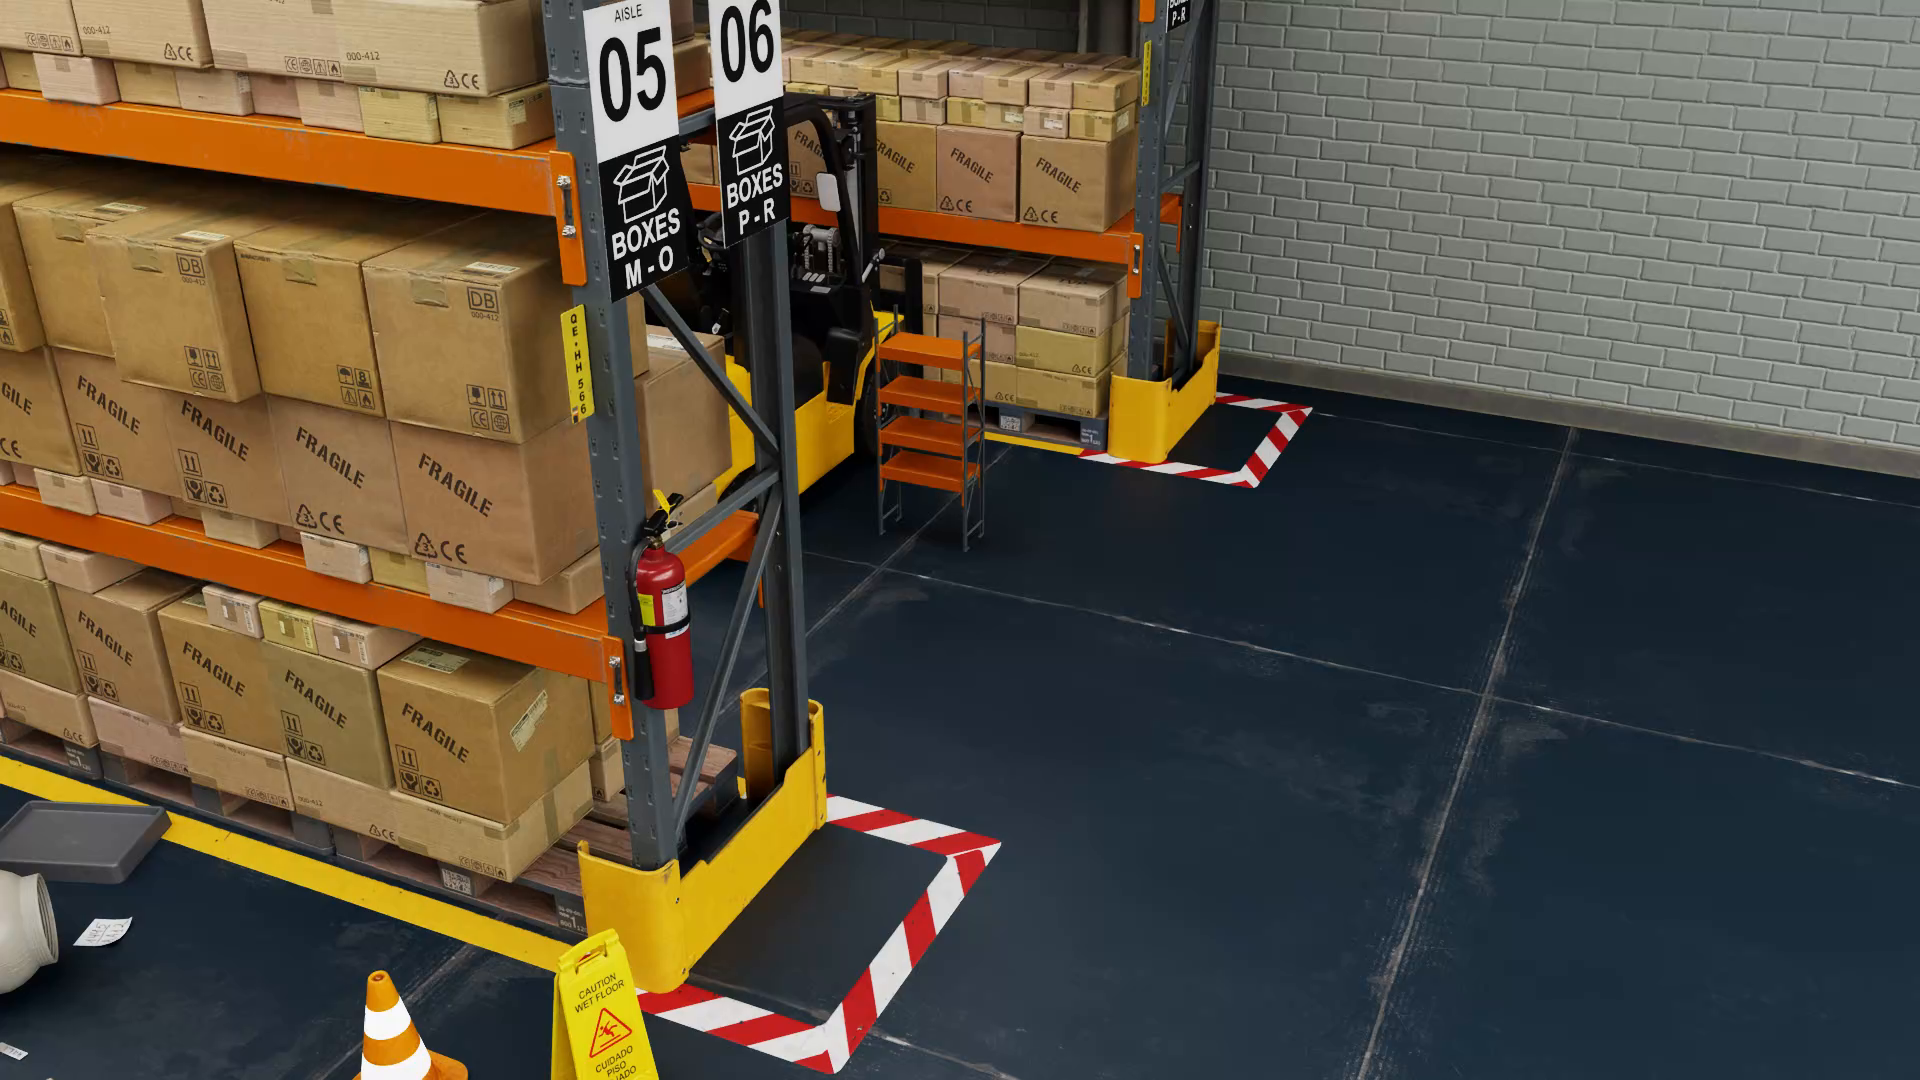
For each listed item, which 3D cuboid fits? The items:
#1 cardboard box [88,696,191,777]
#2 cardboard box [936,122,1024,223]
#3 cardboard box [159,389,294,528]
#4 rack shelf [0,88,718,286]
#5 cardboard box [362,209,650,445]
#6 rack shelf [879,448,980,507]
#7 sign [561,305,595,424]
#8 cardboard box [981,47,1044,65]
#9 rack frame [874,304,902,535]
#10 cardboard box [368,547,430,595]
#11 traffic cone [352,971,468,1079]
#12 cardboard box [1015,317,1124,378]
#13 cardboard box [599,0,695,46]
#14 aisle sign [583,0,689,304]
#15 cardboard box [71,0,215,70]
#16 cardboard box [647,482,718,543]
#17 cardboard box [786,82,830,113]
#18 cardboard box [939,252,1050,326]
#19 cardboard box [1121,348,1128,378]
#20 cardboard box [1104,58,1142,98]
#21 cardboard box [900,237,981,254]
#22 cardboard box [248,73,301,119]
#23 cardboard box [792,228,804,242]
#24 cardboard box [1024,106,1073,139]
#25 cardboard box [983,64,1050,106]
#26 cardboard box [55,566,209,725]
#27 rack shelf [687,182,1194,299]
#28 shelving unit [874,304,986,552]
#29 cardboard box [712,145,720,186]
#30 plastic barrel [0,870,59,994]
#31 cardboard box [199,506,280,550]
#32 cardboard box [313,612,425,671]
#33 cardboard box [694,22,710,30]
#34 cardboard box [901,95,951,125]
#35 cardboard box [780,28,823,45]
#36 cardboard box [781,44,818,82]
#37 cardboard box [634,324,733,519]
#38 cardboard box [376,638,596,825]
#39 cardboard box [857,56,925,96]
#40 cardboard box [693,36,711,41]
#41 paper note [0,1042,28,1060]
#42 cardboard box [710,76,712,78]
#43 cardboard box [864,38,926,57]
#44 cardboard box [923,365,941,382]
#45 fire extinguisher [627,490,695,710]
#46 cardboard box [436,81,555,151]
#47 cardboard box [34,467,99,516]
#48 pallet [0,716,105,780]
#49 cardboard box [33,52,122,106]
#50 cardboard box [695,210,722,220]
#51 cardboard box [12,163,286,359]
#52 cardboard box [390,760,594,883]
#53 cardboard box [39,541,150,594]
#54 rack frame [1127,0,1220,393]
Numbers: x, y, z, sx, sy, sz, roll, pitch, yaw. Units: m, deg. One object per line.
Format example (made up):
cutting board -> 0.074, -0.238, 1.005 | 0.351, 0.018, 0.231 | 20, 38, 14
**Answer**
cardboard box -> -3.070, 0.667, 6.637 | 0.500, 0.250, 0.500 | 11, 28, 21
cardboard box -> 0.197, -2.177, 9.662 | 0.500, 0.500, 0.500 | 12, 29, 23
cardboard box -> -2.345, -0.406, 5.728 | 0.500, 0.500, 0.500 | 11, 28, 22
rack shelf -> -2.650, -1.441, 5.700 | 4.000, 0.370, 1.077 | 11, 28, 22
cardboard box -> -1.384, -0.685, 5.164 | 0.500, 0.500, 0.700 | 11, 28, 21
rack shelf -> -0.151, -0.330, 8.664 | 0.480, 0.148, 0.258 | 11, 28, 22
sign -> -1.077, -0.494, 4.689 | 0.005, 0.325, 0.100 | 11, 28, 22
cardboard box -> 0.315, -2.821, 9.899 | 0.250, 0.149, 0.380 | 12, 28, 22
rack frame -> -0.373, -0.613, 8.637 | 0.015, 1.200, 0.240 | 11, 28, 22
cardboard box -> -1.759, 0.021, 5.597 | 0.250, 0.149, 0.380 | 11, 28, 21
traffic cone -> -1.755, 1.526, 5.127 | 0.334, 0.463, 0.336 | 11, 28, 22
cardboard box -> 0.650, -1.191, 9.846 | 0.500, 0.250, 0.500 | 11, 28, 21
cardboard box -> -1.177, -1.664, 5.170 | 0.500, 0.250, 0.500 | 11, 28, 21
aisle sign -> -0.893, -1.091, 4.627 | 0.004, 0.787, 0.394 | 11, 28, 22
cardboard box -> -2.338, -1.635, 5.112 | 0.500, 0.250, 0.500 | 12, 29, 23
cardboard box -> -1.053, -0.085, 5.812 | 0.250, 0.149, 0.380 | 11, 28, 22
cardboard box -> -0.838, -2.662, 9.912 | 0.250, 0.149, 0.380 | 11, 28, 21
cardboard box -> 0.207, -1.502, 9.911 | 0.500, 0.250, 0.500 | 12, 29, 23
cardboard box -> 0.856, -1.172, 10.373 | 0.500, 0.250, 0.500 | 11, 28, 22
cardboard box -> 1.005, -2.666, 9.584 | 0.250, 0.149, 0.380 | 11, 28, 21
cardboard box -> -0.044, -1.802, 10.520 | 0.500, 0.250, 0.500 | 11, 28, 21
cardboard box -> -1.941, -1.406, 5.098 | 0.250, 0.149, 0.380 | 12, 28, 22
cardboard box -> -1.190, -1.785, 10.486 | 0.500, 0.250, 0.500 | 12, 29, 24
cardboard box -> 0.546, -2.370, 9.321 | 0.250, 0.149, 0.380 | 12, 29, 23
cardboard box -> 0.322, -2.569, 9.387 | 0.250, 0.149, 0.380 | 12, 29, 23
cardboard box -> -3.082, 0.330, 6.472 | 0.500, 0.500, 0.500 | 13, 29, 24
rack shelf -> -0.598, -2.092, 10.418 | 4.000, 0.370, 1.077 | 11, 28, 22
shelving unit -> -0.151, -0.569, 8.546 | 0.503, 1.200, 0.258 | 11, 28, 22
cardboard box -> -1.181, -2.458, 10.234 | 0.500, 0.500, 0.500 | 11, 28, 21
plastic barrel -> -3.336, 1.334, 5.560 | 0.512, 0.421, 0.421 | -12, 29, -23
cardboard box -> -2.451, -0.128, 5.898 | 0.250, 0.149, 0.380 | 11, 28, 21
cardboard box -> -2.028, 0.283, 5.832 | 0.250, 0.149, 0.380 | 12, 29, 23
cardboard box -> -1.792, -3.250, 10.772 | 0.250, 0.149, 0.380 | 11, 28, 20
cardboard box -> -0.149, -2.522, 9.629 | 0.250, 0.149, 0.380 | 10, 28, 20
cardboard box -> -1.064, -3.131, 10.530 | 0.250, 0.149, 0.380 | 11, 28, 21
cardboard box -> -1.046, -2.869, 9.996 | 0.250, 0.149, 0.380 | 11, 28, 22
cardboard box -> -1.145, -0.429, 5.775 | 0.500, 0.500, 0.500 | 11, 28, 21
cardboard box -> -1.666, 0.615, 5.894 | 0.500, 0.500, 0.500 | 12, 28, 22
cardboard box -> -0.394, -2.692, 9.638 | 0.250, 0.149, 0.380 | 12, 29, 23
cardboard box -> -1.740, -3.018, 10.299 | 0.250, 0.149, 0.380 | 11, 28, 21
paper note -> -3.072, 1.653, 5.380 | 0.123, 0.001, 0.032 | 11, 28, 22
cardboard box -> -1.559, -2.794, 10.182 | 0.250, 0.149, 0.380 | 12, 29, 23
cardboard box -> -0.391, -2.960, 10.182 | 0.250, 0.149, 0.380 | 12, 28, 22
cardboard box -> -0.237, -1.153, 10.333 | 0.500, 0.250, 0.500 | 12, 29, 22
fire extinguisher -> -0.916, 0.188, 5.059 | 0.183, 0.674, 0.296 | 11, 28, 22
cardboard box -> -1.270, -1.238, 4.758 | 0.250, 0.149, 0.380 | 11, 28, 22
cardboard box -> -3.156, -0.247, 6.140 | 0.250, 0.149, 0.380 | 12, 28, 22
pallet -> -3.844, 0.576, 7.342 | 1.213, 0.211, 1.003 | 11, 28, 22
cardboard box -> -2.686, -1.501, 5.292 | 0.250, 0.149, 0.380 | 11, 28, 21
cardboard box -> -1.424, -2.085, 11.095 | 0.500, 0.250, 0.500 | 11, 28, 21
cardboard box -> -2.746, -0.980, 5.762 | 0.500, 0.500, 0.700 | 11, 28, 21
cardboard box -> -1.698, 0.949, 6.065 | 0.500, 0.250, 0.500 | 11, 28, 22
cardboard box -> -3.241, 0.039, 6.330 | 0.250, 0.149, 0.380 | 13, 29, 25
rack frame -> 1.222, -2.049, 9.516 | 0.127, 3.000, 1.000 | 11, 28, 22
